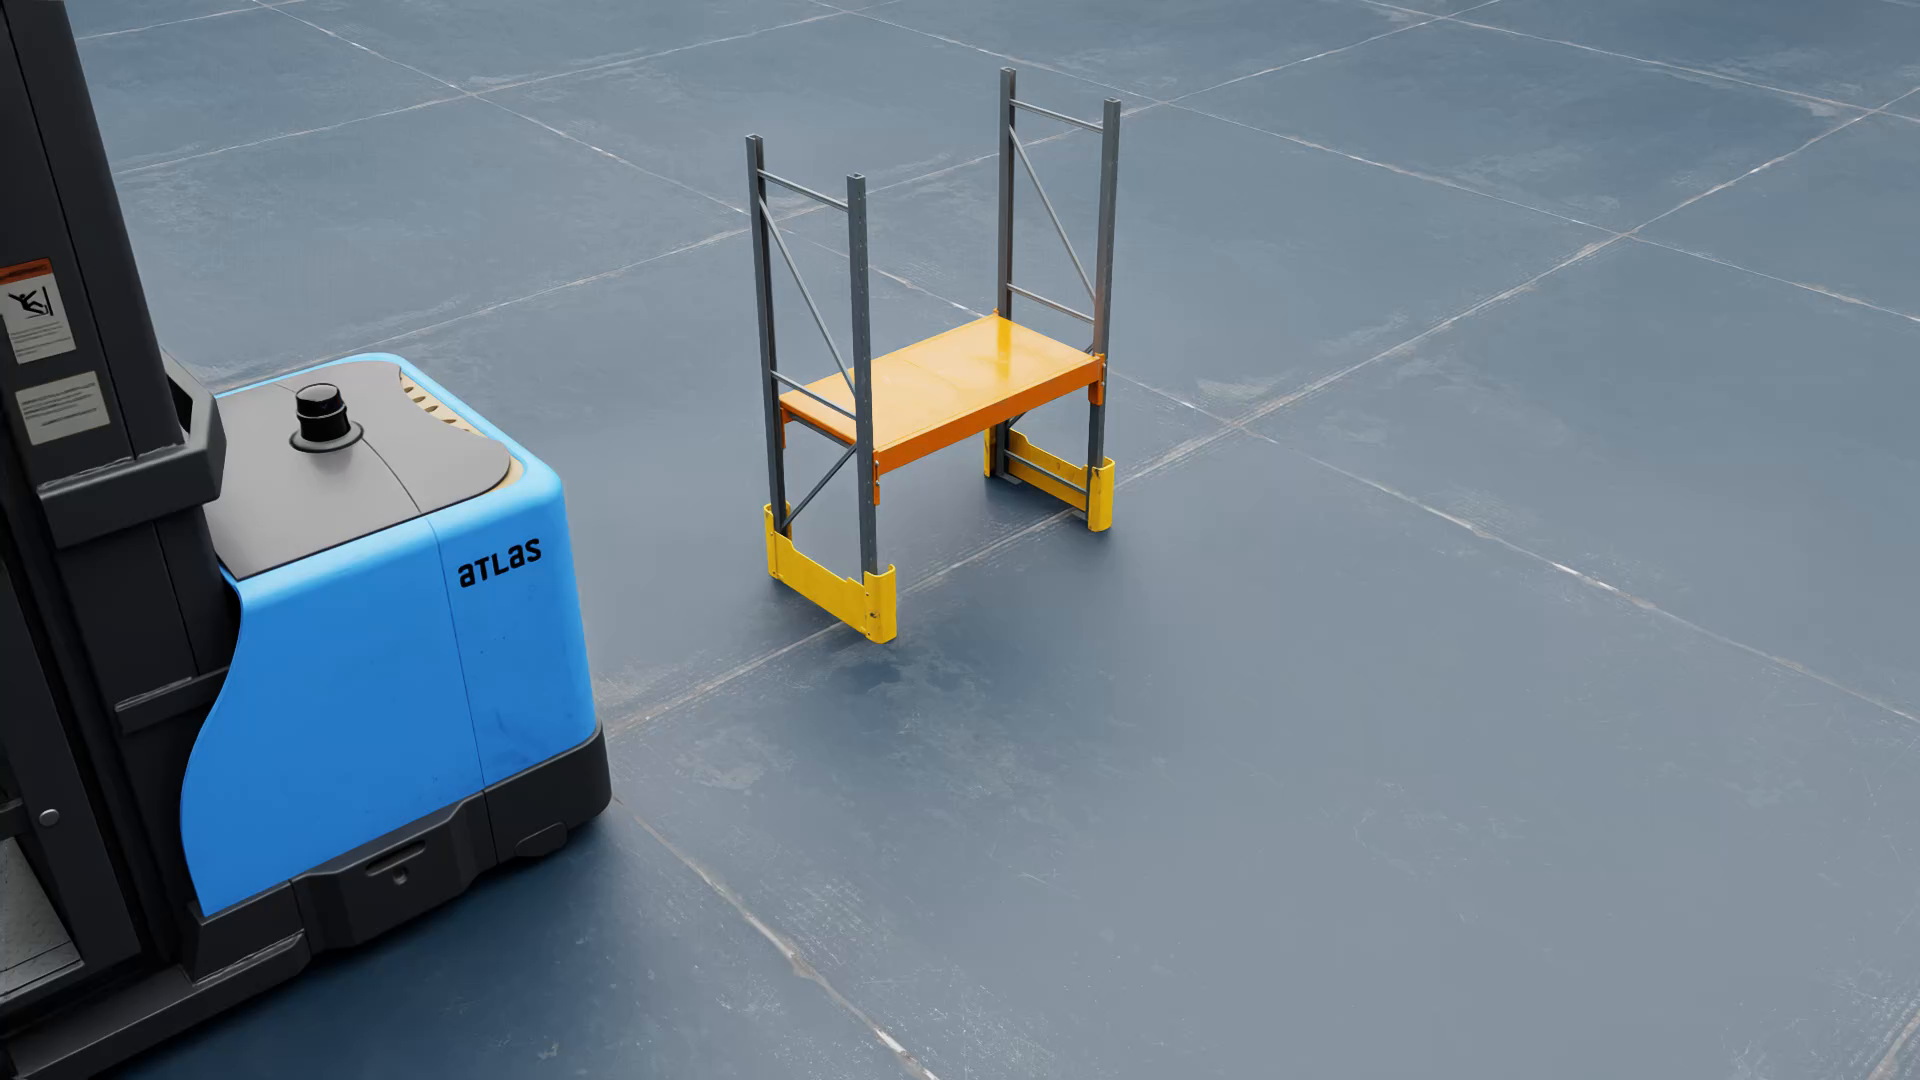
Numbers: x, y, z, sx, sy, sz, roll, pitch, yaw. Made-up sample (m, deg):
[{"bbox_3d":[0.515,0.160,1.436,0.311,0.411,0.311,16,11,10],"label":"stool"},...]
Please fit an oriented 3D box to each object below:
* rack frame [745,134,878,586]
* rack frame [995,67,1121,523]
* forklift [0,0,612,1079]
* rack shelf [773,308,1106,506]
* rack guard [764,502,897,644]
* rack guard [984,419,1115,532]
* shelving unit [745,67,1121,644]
[{"bbox_3d":[-0.435,-0.429,5.014,0.032,1.500,0.500,-26,40,-35],"label":"rack frame"},{"bbox_3d":[0.310,-0.790,5.604,0.032,1.500,0.500,-26,40,-35],"label":"rack frame"},{"bbox_3d":[-2.384,-0.178,3.232,3.031,2.935,1.130,-24,39,-34],"label":"forklift"},{"bbox_3d":[-0.063,-0.456,5.403,1.000,0.185,0.538,-26,40,-35],"label":"rack shelf"},{"bbox_3d":[-0.421,0.097,5.352,0.087,0.250,0.587,-26,40,-35],"label":"rack guard"},{"bbox_3d":[0.309,-0.256,5.929,0.087,0.250,0.587,-26,40,-35],"label":"rack guard"},{"bbox_3d":[-0.056,-0.613,5.315,1.083,1.500,0.587,-26,40,-35],"label":"shelving unit"}]
